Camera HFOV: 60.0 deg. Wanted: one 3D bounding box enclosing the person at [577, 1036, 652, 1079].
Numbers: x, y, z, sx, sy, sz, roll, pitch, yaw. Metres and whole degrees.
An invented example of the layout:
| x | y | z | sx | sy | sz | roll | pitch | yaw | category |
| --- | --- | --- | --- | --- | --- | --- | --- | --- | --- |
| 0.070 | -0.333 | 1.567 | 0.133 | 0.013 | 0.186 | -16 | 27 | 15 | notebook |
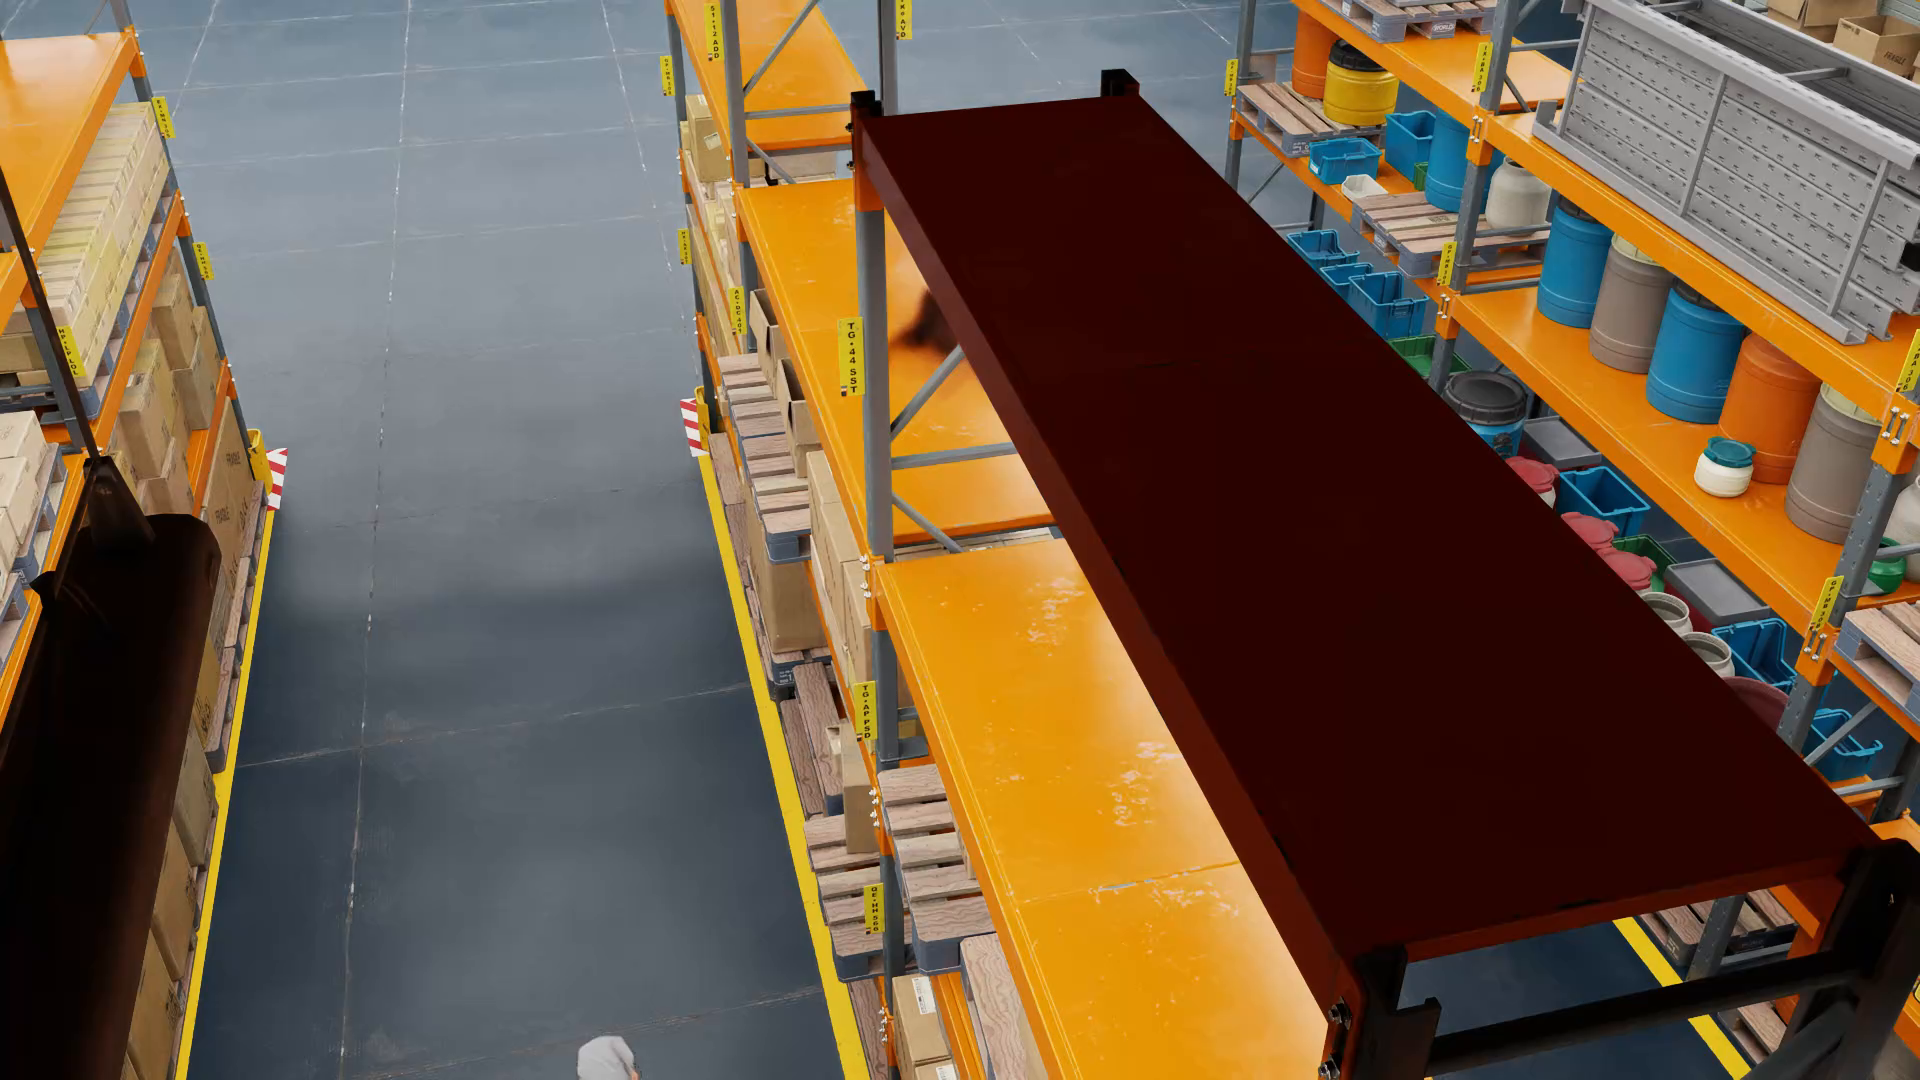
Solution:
| x | y | z | sx | sy | sz | roll | pitch | yaw | category |
| --- | --- | --- | --- | --- | --- | --- | --- | --- | --- |
| -1.541 | 3.005 | 7.734 | 0.603 | 1.850 | 0.850 | -10 | 36 | -14 | person |
